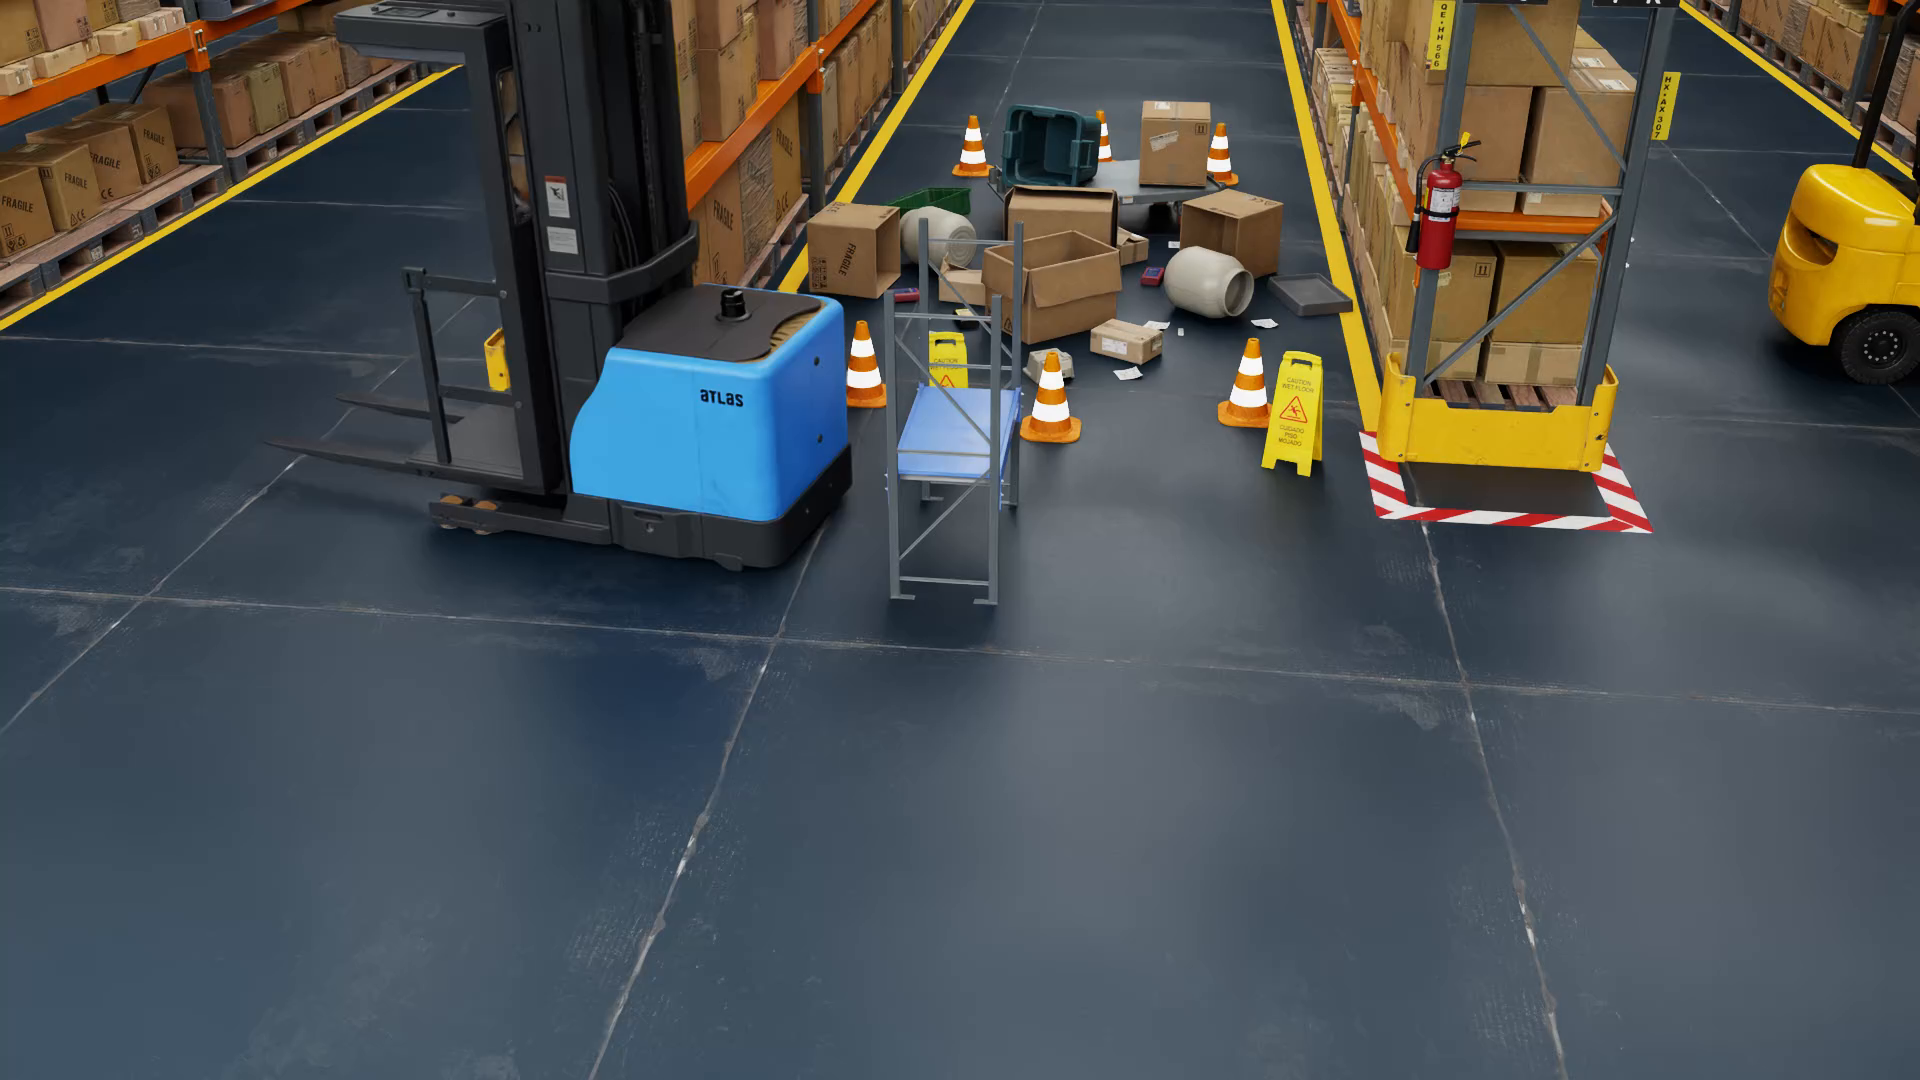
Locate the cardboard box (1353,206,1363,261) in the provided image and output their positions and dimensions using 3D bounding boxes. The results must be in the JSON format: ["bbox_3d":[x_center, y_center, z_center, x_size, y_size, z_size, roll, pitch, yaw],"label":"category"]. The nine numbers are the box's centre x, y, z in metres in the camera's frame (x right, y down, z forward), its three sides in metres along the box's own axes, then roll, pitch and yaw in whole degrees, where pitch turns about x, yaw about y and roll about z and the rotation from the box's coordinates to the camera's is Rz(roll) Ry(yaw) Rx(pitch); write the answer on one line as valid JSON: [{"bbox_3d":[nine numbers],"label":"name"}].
[{"bbox_3d":[2.980,-2.105,11.451,0.500,0.250,0.500,5,29,9],"label":"cardboard box"}]

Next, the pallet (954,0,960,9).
[{"bbox_3d":[-0.523,-6.741,20.540,1.003,0.211,1.213,3,28,6],"label":"pallet"}]

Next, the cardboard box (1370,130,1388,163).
[{"bbox_3d":[2.868,-2.549,10.800,0.380,0.149,0.250,5,29,9],"label":"cardboard box"}]

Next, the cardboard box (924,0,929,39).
[{"bbox_3d":[-0.604,-5.649,17.766,0.500,0.500,0.500,3,28,5],"label":"cardboard box"}]

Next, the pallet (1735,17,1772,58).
[{"bbox_3d":[9.219,-5.511,18.257,1.003,0.211,1.213,3,28,6],"label":"pallet"}]

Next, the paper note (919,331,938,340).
[{"bbox_3d":[-0.169,-1.314,10.659,0.144,0.017,0.142,14,31,24],"label":"paper note"}]

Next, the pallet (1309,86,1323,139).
[{"bbox_3d":[3.767,-3.932,15.327,1.003,0.211,1.213,3,28,6],"label":"pallet"}]

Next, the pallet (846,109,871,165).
[{"bbox_3d":[-1.384,-3.601,14.711,1.003,0.211,1.213,3,28,6],"label":"pallet"}]

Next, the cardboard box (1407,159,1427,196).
[{"bbox_3d":[2.639,-1.966,9.001,0.380,0.149,0.250,3,28,6],"label":"cardboard box"}]

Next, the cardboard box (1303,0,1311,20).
[{"bbox_3d":[4.358,-6.364,18.697,0.875,0.875,0.875,4,29,8],"label":"cardboard box"}]

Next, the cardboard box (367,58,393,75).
[{"bbox_3d":[-6.033,-4.880,16.318,0.700,0.500,0.500,2,28,4],"label":"cardboard box"}]

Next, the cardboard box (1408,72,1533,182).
[{"bbox_3d":[2.677,-2.208,8.768,0.500,0.500,0.500,3,28,5],"label":"cardboard box"}]

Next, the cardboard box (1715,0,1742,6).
[{"bbox_3d":[9.058,-6.333,19.406,0.380,0.149,0.250,3,28,5],"label":"cardboard box"}]

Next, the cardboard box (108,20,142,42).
[{"bbox_3d":[-6.326,-3.761,12.333,0.380,0.149,0.250,3,28,6],"label":"cardboard box"}]

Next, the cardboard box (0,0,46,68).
[{"bbox_3d":[-6.737,-3.480,11.128,0.875,0.500,0.500,3,28,6],"label":"cardboard box"}]

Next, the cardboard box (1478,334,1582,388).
[{"bbox_3d":[3.258,-1.100,9.585,0.500,0.250,0.500,3,28,6],"label":"cardboard box"}]

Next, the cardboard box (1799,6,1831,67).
[{"bbox_3d":[8.763,-5.018,16.595,0.500,0.500,0.500,5,29,8],"label":"cardboard box"}]

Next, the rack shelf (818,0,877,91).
[{"bbox_3d":[-1.306,-4.510,14.217,1.077,0.370,4.000,3,28,6],"label":"rack shelf"}]

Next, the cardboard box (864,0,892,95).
[{"bbox_3d":[-1.224,-4.681,15.705,1.050,0.750,0.750,3,28,6],"label":"cardboard box"}]

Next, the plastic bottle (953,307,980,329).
[{"bbox_3d":[0.032,-1.464,10.902,0.133,0.061,0.283,-6,29,-11],"label":"plastic bottle"}]

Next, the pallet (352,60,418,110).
[{"bbox_3d":[-6.068,-4.508,16.396,1.003,0.211,1.213,3,28,6],"label":"pallet"}]

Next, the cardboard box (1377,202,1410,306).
[{"bbox_3d":[2.784,-1.705,9.917,0.500,0.500,0.500,4,29,8],"label":"cardboard box"}]

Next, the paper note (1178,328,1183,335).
[{"bbox_3d":[1.425,-1.344,10.734,0.032,0.001,0.123,3,28,6],"label":"paper note"}]

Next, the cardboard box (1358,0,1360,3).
[{"bbox_3d":[3.213,-4.101,12.521,0.380,0.149,0.250,3,28,5],"label":"cardboard box"}]

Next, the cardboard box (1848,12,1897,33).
[{"bbox_3d":[8.600,-4.858,15.614,0.380,0.149,0.250,2,28,4],"label":"cardboard box"}]

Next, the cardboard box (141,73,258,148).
[{"bbox_3d":[-6.364,-3.602,13.945,0.700,0.500,0.500,1,28,2],"label":"cardboard box"}]

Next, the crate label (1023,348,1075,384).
[{"bbox_3d":[0.548,-1.057,10.068,0.250,0.136,0.298,-11,30,-20],"label":"crate label"}]

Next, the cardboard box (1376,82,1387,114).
[{"bbox_3d":[2.852,-2.803,10.555,0.380,0.149,0.250,3,29,6],"label":"cardboard box"}]

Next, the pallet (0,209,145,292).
[{"bbox_3d":[-6.655,-2.099,11.924,1.003,0.211,1.213,3,28,6],"label":"pallet"}]

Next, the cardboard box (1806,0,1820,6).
[{"bbox_3d":[8.791,-5.481,16.769,0.380,0.149,0.250,2,28,4],"label":"cardboard box"}]

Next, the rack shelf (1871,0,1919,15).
[{"bbox_3d":[8.546,-3.983,13.239,1.077,0.370,4.000,3,28,6],"label":"rack shelf"}]

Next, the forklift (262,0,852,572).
[{"bbox_3d":[-2.134,-1.542,8.022,3.031,2.935,1.130,9,30,16],"label":"forklift"}]

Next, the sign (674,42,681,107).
[{"bbox_3d":[-1.491,-2.383,8.514,0.100,0.325,0.005,3,28,6],"label":"sign"}]

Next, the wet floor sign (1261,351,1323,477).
[{"bbox_3d":[1.799,-0.698,8.866,0.267,0.644,0.232,14,31,24],"label":"wet floor sign"}]

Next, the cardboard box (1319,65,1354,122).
[{"bbox_3d":[3.703,-3.943,14.733,0.950,0.372,0.625,3,28,5],"label":"cardboard box"}]

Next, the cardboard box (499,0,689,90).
[{"bbox_3d":[-1.957,-2.716,8.832,0.875,0.550,0.550,3,28,6],"label":"cardboard box"}]

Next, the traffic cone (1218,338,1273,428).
[{"bbox_3d":[1.657,-0.923,9.474,0.336,0.463,0.334,3,28,6],"label":"traffic cone"}]

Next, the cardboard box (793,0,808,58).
[{"bbox_3d":[-1.584,-3.777,11.939,0.875,0.550,0.550,3,28,6],"label":"cardboard box"}]

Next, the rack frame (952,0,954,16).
[{"bbox_3d":[-0.570,-7.651,19.288,1.000,3.000,0.127,3,28,6],"label":"rack frame"}]

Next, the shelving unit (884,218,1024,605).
[{"bbox_3d":[-0.010,-0.620,7.820,0.538,1.500,1.048,3,28,6],"label":"shelving unit"}]

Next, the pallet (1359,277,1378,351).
[{"bbox_3d":[3.180,-1.523,10.855,1.003,0.211,1.213,3,28,6],"label":"pallet"}]

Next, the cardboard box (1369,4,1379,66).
[{"bbox_3d":[3.006,-3.391,10.963,0.500,0.500,0.500,3,28,6],"label":"cardboard box"}]

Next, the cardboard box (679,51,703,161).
[{"bbox_3d":[-1.994,-2.506,9.580,0.875,0.550,0.550,3,28,6],"label":"cardboard box"}]

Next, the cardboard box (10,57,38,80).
[{"bbox_3d":[-6.500,-3.173,11.243,0.380,0.149,0.250,3,28,6],"label":"cardboard box"}]

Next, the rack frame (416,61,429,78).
[{"bbox_3d":[-5.971,-6.104,16.417,1.000,3.000,0.127,3,28,6],"label":"rack frame"}]

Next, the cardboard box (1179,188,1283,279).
[{"bbox_3d":[1.893,-2.120,11.656,0.500,0.500,0.500,-24,36,-37],"label":"cardboard box"}]

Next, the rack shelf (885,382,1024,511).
[{"bbox_3d":[-0.010,-0.462,7.905,0.538,0.185,1.000,3,28,6],"label":"rack shelf"}]

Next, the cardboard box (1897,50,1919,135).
[{"bbox_3d":[8.629,-3.780,14.164,0.875,0.625,0.625,4,29,8],"label":"cardboard box"}]

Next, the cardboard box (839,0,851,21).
[{"bbox_3d":[-1.158,-4.399,13.147,0.500,0.500,0.500,4,29,7],"label":"cardboard box"}]

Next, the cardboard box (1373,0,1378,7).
[{"bbox_3d":[2.933,-3.592,10.281,0.700,0.500,0.500,3,28,5],"label":"cardboard box"}]
